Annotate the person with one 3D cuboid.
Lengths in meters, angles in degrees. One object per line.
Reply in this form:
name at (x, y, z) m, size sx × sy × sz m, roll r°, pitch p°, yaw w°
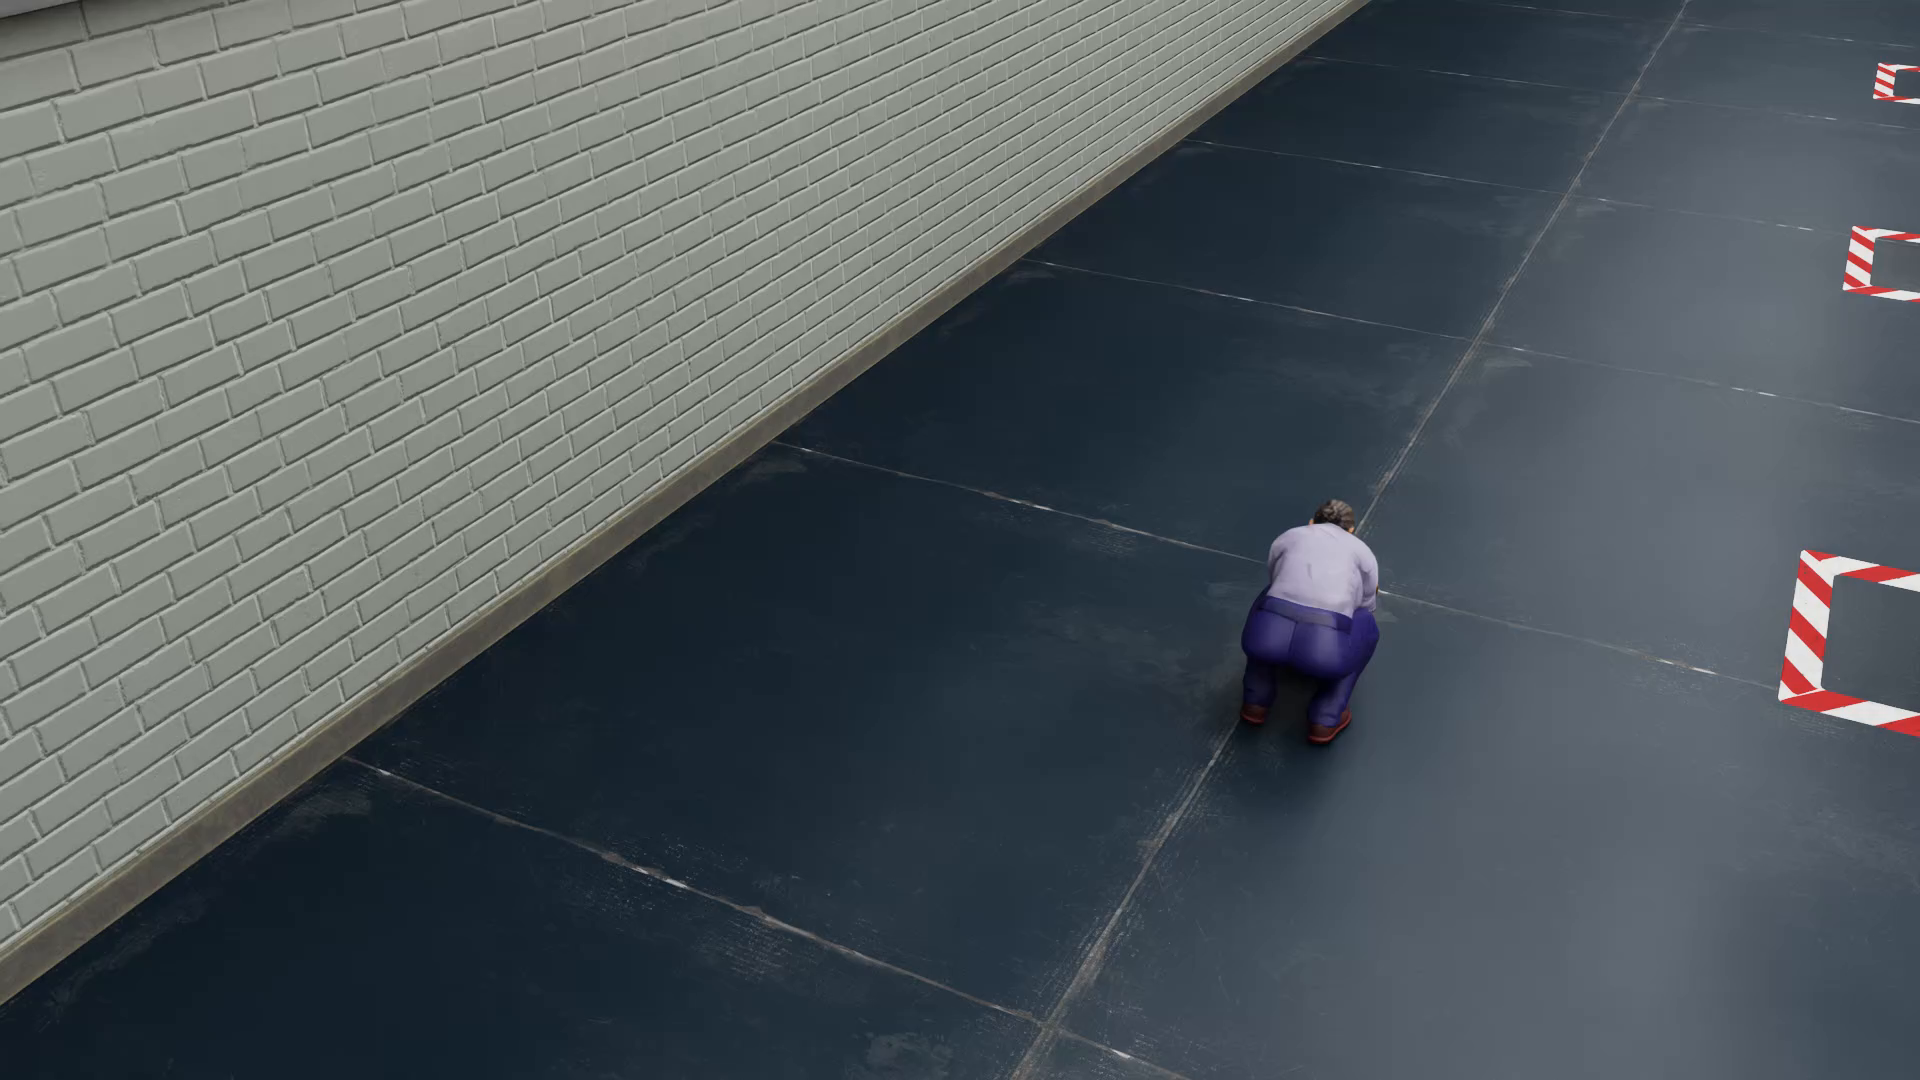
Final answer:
person at (1.406, 0.308, 6.544) m, size 0.488 × 0.746 × 0.816 m, roll 14°, pitch 33°, yaw 22°
